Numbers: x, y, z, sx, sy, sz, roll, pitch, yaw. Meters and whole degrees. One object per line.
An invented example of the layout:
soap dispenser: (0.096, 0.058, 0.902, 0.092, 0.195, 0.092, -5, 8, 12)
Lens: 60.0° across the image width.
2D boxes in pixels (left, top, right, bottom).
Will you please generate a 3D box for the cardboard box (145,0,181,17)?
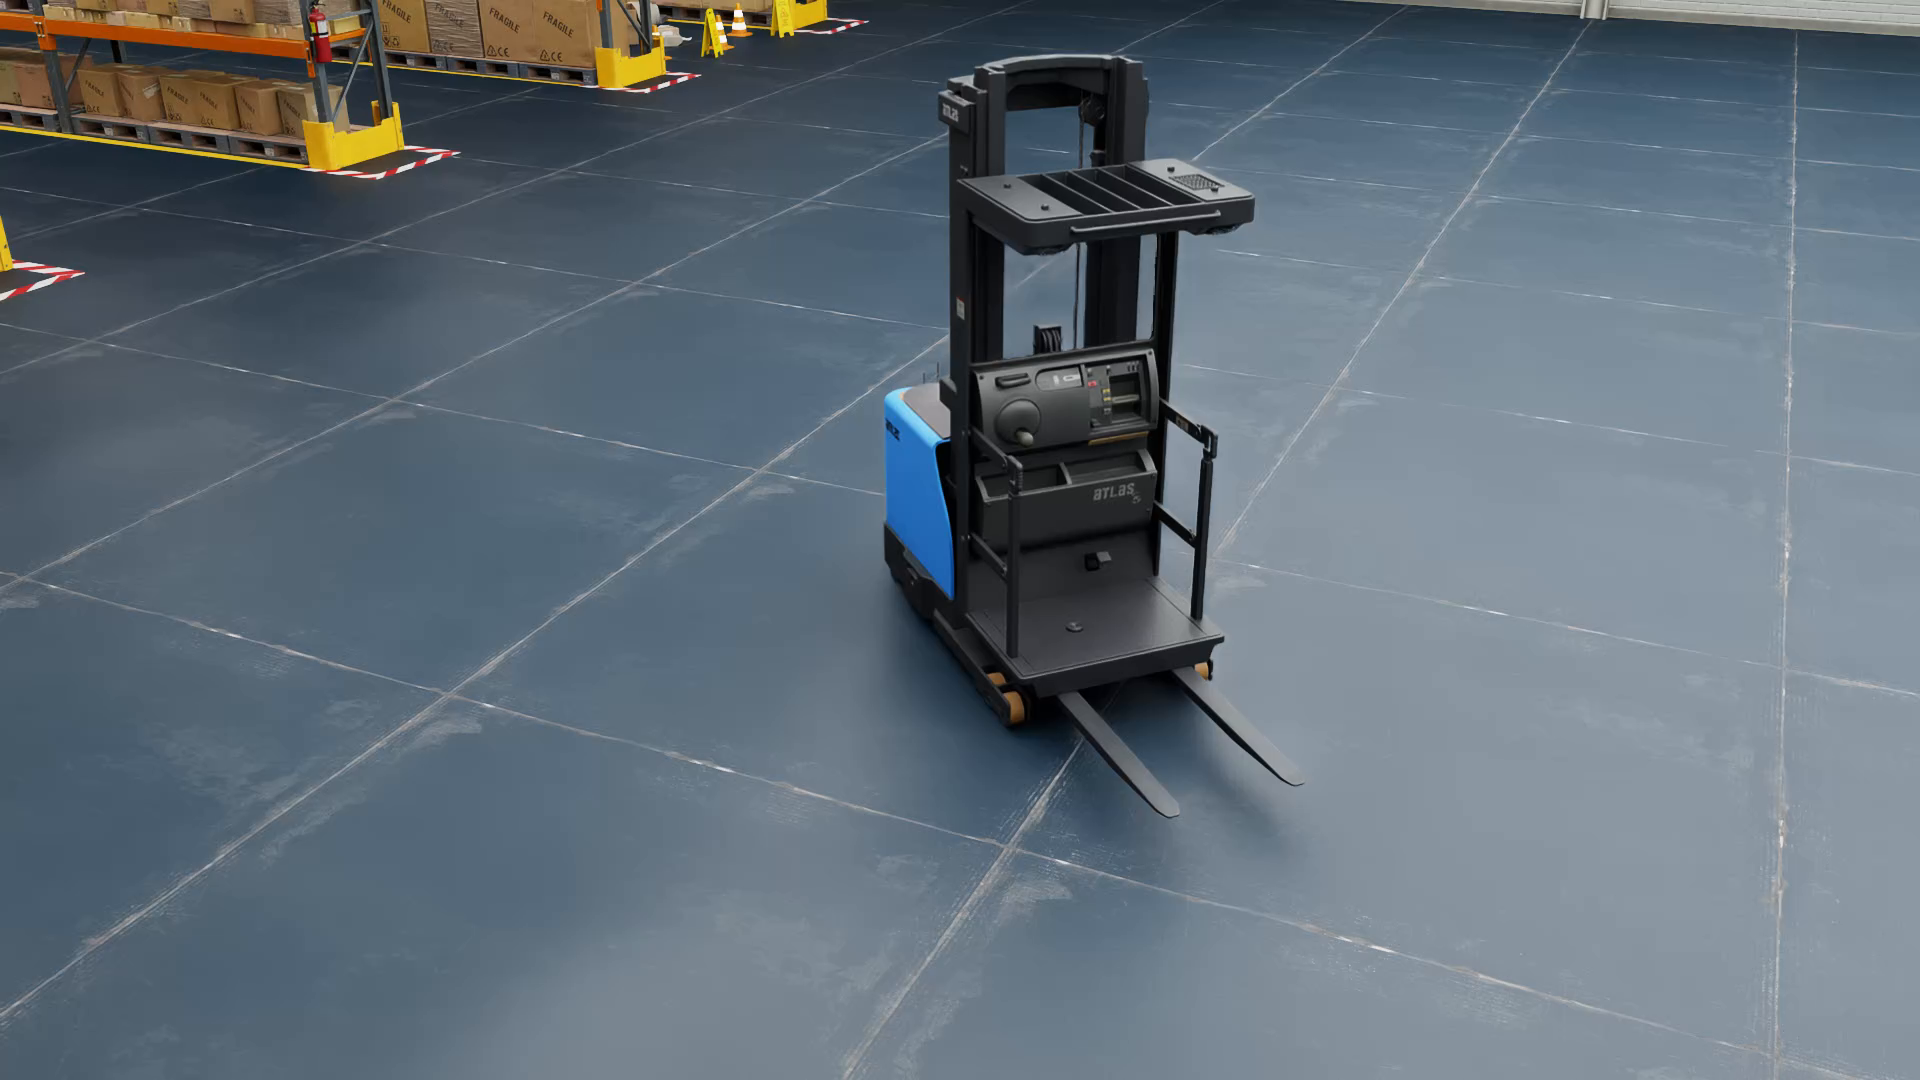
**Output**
cardboard box: (-8.431, -6.074, 18.242, 0.500, 0.500, 0.875, 11, 28, 22)

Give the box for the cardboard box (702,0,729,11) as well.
cardboard box: (-3.762, -8.613, 26.486, 0.500, 0.250, 0.500, 11, 28, 22)

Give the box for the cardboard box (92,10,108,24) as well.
cardboard box: (-9.426, -5.867, 18.555, 0.250, 0.149, 0.380, 11, 28, 22)

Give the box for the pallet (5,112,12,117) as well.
pallet: (-12.014, -5.381, 20.440, 1.213, 0.211, 1.003, 11, 28, 22)

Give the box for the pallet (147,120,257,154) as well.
pallet: (-8.450, -4.685, 19.028, 1.213, 0.211, 1.003, 11, 28, 22)

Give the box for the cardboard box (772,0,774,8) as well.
cardboard box: (-3.067, -8.734, 26.732, 0.500, 0.250, 0.500, 11, 28, 21)

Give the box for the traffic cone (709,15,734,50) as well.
traffic cone: (-3.522, -7.434, 24.326, 0.334, 0.463, 0.336, 11, 28, 22)

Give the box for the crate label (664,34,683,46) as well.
crate label: (-4.263, -7.407, 24.639, 0.298, 0.136, 0.250, -2, 26, -5)

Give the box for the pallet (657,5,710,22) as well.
pallet: (-4.347, -8.670, 27.121, 1.213, 0.211, 1.003, 11, 28, 22)

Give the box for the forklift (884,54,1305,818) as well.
forklift: (0.601, -0.637, 7.727, 1.130, 2.935, 3.031, -10, 28, -20)

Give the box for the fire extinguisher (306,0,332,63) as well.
fire extinguisher: (-6.635, -5.295, 17.197, 0.183, 0.674, 0.296, 11, 28, 22)

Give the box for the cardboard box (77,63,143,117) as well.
cardboard box: (-9.843, -5.245, 19.362, 0.500, 0.500, 0.500, 10, 28, 20)

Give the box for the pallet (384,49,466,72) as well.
pallet: (-7.385, -6.822, 23.367, 1.213, 0.211, 1.003, 11, 28, 22)

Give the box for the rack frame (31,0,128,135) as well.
rack frame: (-10.190, -6.268, 19.084, 0.127, 3.000, 1.000, 11, 28, 22)

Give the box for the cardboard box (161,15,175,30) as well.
cardboard box: (-8.502, -5.698, 18.212, 0.250, 0.149, 0.380, 11, 28, 22)

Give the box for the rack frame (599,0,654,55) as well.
rack frame: (-4.404, -7.512, 21.612, 0.127, 3.000, 1.000, 11, 28, 22)

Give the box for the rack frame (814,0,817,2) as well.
rack frame: (-2.447, -9.521, 25.692, 0.127, 3.000, 1.000, 11, 28, 22)

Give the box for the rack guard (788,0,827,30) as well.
rack guard: (-2.516, -8.413, 26.272, 0.348, 0.500, 1.175, 11, 28, 22)

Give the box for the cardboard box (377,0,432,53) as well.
cardboard box: (-7.501, -7.335, 23.183, 0.875, 0.875, 0.875, 12, 29, 23)

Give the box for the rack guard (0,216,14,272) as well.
rack guard: (-8.688, -2.418, 14.096, 0.348, 0.500, 1.175, 11, 28, 22)

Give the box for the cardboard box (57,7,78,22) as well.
cardboard box: (-9.897, -5.944, 18.711, 0.250, 0.149, 0.380, 11, 28, 22)

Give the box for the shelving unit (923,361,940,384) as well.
shelving unit: (-0.050, -0.483, 9.541, 0.252, 1.050, 0.215, 12, 29, 22)

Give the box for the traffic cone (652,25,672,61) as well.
traffic cone: (-4.299, -7.042, 23.529, 0.334, 0.463, 0.336, 11, 28, 22)

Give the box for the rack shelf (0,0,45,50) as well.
rack shelf: (-12.011, -6.310, 19.986, 4.000, 0.370, 1.077, 11, 28, 22)

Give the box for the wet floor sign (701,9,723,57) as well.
wet floor sign: (-3.558, -7.247, 23.738, 0.232, 0.644, 0.267, 6, 27, 13)

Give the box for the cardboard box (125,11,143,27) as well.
cardboard box: (-8.971, -5.776, 18.370, 0.250, 0.149, 0.380, 11, 28, 22)

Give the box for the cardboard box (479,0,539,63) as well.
cardboard box: (-5.850, -7.005, 22.511, 0.875, 0.875, 0.875, 11, 28, 21)

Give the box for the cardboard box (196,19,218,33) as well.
cardboard box: (-8.038, -5.615, 18.042, 0.250, 0.149, 0.380, 11, 28, 22)

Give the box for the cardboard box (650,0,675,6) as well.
cardboard box: (-4.688, -8.802, 26.869, 0.500, 0.250, 0.500, 11, 28, 21)

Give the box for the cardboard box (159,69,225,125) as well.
cardboard box: (-8.720, -5.062, 18.989, 0.500, 0.500, 0.500, 9, 28, 17)

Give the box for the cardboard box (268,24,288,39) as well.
cardboard box: (-7.121, -5.439, 17.685, 0.250, 0.149, 0.380, 11, 28, 22)

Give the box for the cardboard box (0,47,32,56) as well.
cardboard box: (-11.676, -5.661, 20.185, 0.500, 0.500, 0.700, 9, 28, 17)

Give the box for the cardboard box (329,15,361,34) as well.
cardboard box: (-6.710, -5.571, 17.955, 0.250, 0.149, 0.380, 11, 28, 22)

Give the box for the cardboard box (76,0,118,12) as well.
cardboard box: (-9.365, -6.233, 18.564, 0.500, 0.500, 0.875, 11, 28, 22)

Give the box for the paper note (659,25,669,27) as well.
paper note: (-4.656, -8.082, 26.131, 0.148, 0.019, 0.142, 2, 26, 4)

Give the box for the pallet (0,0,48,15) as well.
pallet: (-10.826, -6.380, 19.529, 1.213, 0.211, 1.003, 11, 28, 22)

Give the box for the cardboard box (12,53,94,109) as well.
cardboard box: (-10.740, -5.464, 19.785, 0.500, 0.500, 0.700, 9, 28, 18)

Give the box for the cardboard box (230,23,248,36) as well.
cardboard box: (-7.591, -5.515, 17.841, 0.250, 0.149, 0.380, 11, 28, 22)

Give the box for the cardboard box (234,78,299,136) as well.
cardboard box: (-7.669, -4.820, 18.498, 0.500, 0.500, 0.500, 20, 33, 35)

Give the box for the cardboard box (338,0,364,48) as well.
cardboard box: (-8.647, -7.500, 23.659, 0.750, 0.750, 1.050, 11, 28, 22)

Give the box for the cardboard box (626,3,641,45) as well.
cardboard box: (-5.094, -7.704, 24.828, 0.637, 0.503, 0.797, -7, 27, -14)

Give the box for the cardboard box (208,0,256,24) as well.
cardboard box: (-7.543, -5.869, 17.825, 0.500, 0.500, 0.875, 11, 28, 22)

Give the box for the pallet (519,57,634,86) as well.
pallet: (-5.164, -6.376, 22.461, 1.213, 0.211, 1.003, 11, 28, 22)
